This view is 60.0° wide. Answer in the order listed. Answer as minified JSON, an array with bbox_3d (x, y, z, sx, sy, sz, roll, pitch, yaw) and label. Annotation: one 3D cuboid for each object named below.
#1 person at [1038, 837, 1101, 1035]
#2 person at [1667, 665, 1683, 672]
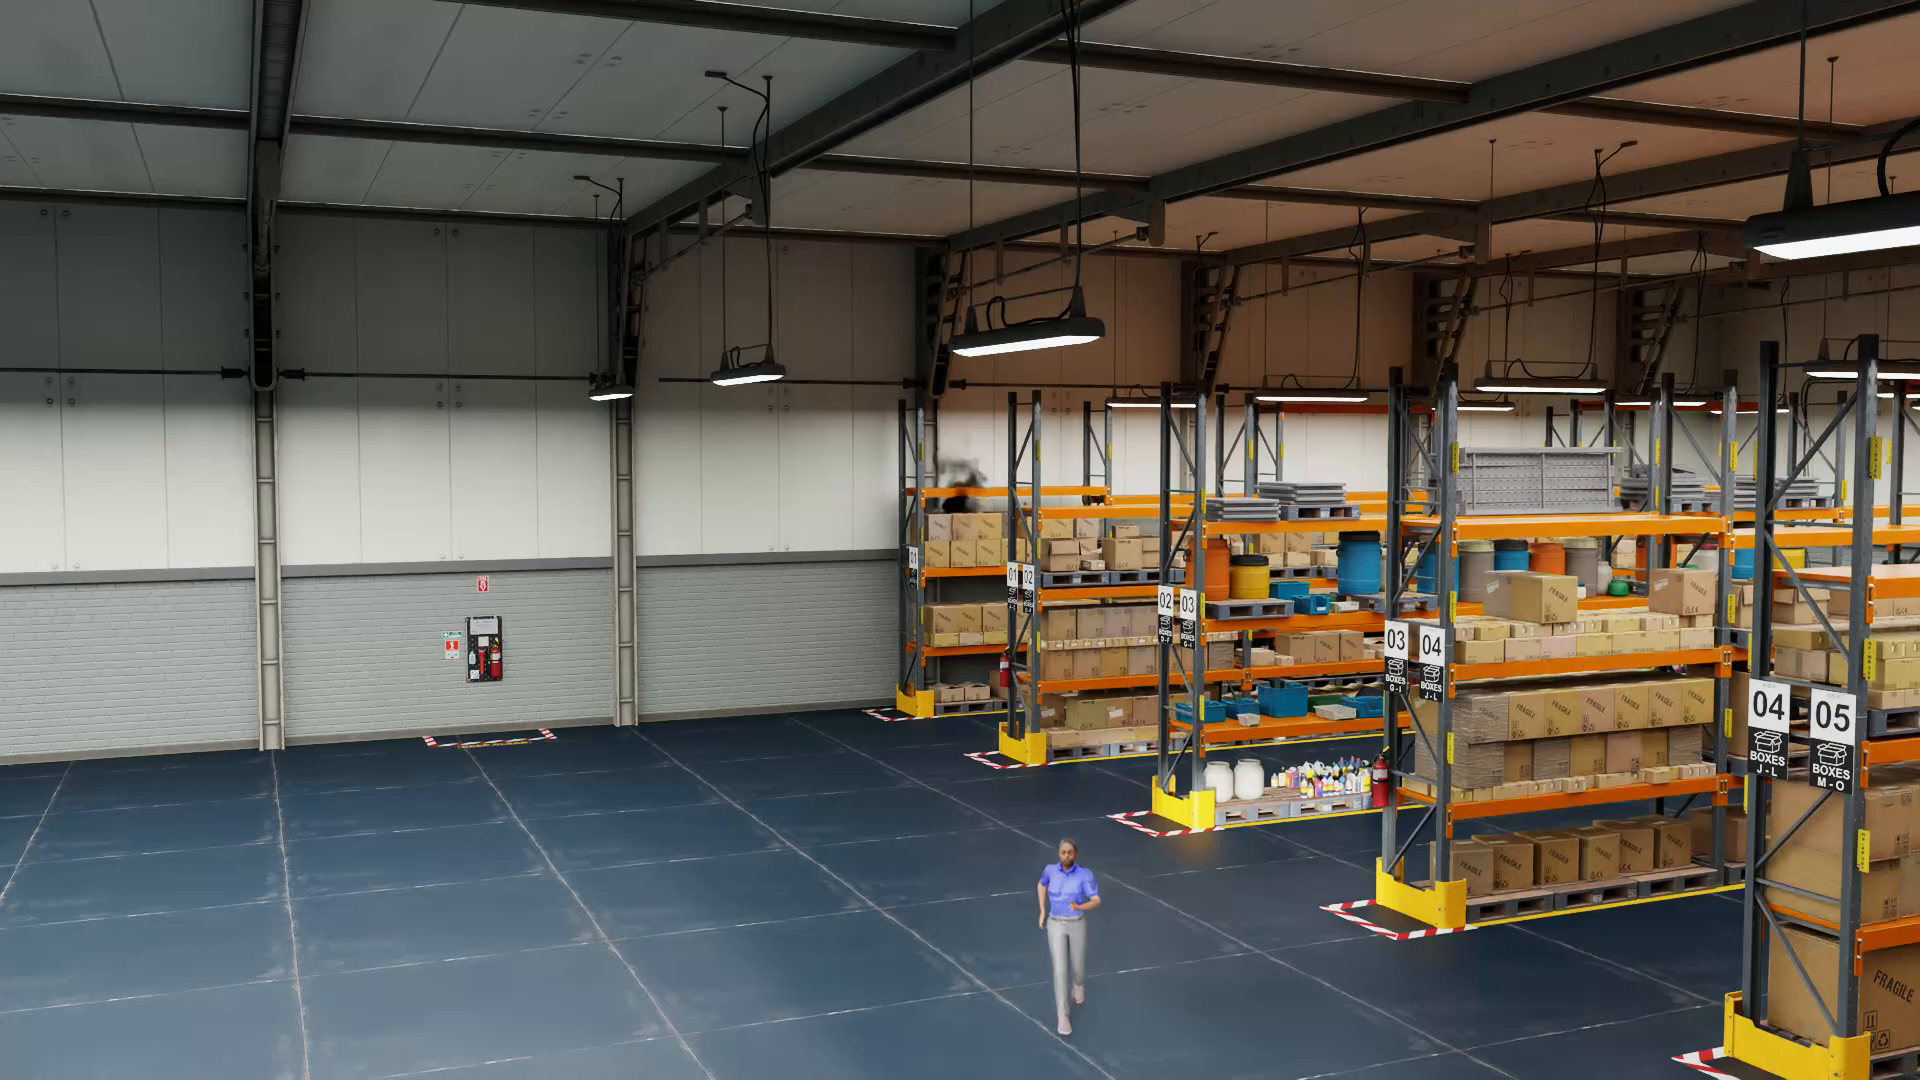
[{"bbox_3d":[0.963,3.452,14.779,0.576,1.640,0.873,0,3,8],"label":"person"},{"bbox_3d":[12.866,2.550,29.922,0.576,1.720,0.698,-3,4,-37],"label":"person"}]
